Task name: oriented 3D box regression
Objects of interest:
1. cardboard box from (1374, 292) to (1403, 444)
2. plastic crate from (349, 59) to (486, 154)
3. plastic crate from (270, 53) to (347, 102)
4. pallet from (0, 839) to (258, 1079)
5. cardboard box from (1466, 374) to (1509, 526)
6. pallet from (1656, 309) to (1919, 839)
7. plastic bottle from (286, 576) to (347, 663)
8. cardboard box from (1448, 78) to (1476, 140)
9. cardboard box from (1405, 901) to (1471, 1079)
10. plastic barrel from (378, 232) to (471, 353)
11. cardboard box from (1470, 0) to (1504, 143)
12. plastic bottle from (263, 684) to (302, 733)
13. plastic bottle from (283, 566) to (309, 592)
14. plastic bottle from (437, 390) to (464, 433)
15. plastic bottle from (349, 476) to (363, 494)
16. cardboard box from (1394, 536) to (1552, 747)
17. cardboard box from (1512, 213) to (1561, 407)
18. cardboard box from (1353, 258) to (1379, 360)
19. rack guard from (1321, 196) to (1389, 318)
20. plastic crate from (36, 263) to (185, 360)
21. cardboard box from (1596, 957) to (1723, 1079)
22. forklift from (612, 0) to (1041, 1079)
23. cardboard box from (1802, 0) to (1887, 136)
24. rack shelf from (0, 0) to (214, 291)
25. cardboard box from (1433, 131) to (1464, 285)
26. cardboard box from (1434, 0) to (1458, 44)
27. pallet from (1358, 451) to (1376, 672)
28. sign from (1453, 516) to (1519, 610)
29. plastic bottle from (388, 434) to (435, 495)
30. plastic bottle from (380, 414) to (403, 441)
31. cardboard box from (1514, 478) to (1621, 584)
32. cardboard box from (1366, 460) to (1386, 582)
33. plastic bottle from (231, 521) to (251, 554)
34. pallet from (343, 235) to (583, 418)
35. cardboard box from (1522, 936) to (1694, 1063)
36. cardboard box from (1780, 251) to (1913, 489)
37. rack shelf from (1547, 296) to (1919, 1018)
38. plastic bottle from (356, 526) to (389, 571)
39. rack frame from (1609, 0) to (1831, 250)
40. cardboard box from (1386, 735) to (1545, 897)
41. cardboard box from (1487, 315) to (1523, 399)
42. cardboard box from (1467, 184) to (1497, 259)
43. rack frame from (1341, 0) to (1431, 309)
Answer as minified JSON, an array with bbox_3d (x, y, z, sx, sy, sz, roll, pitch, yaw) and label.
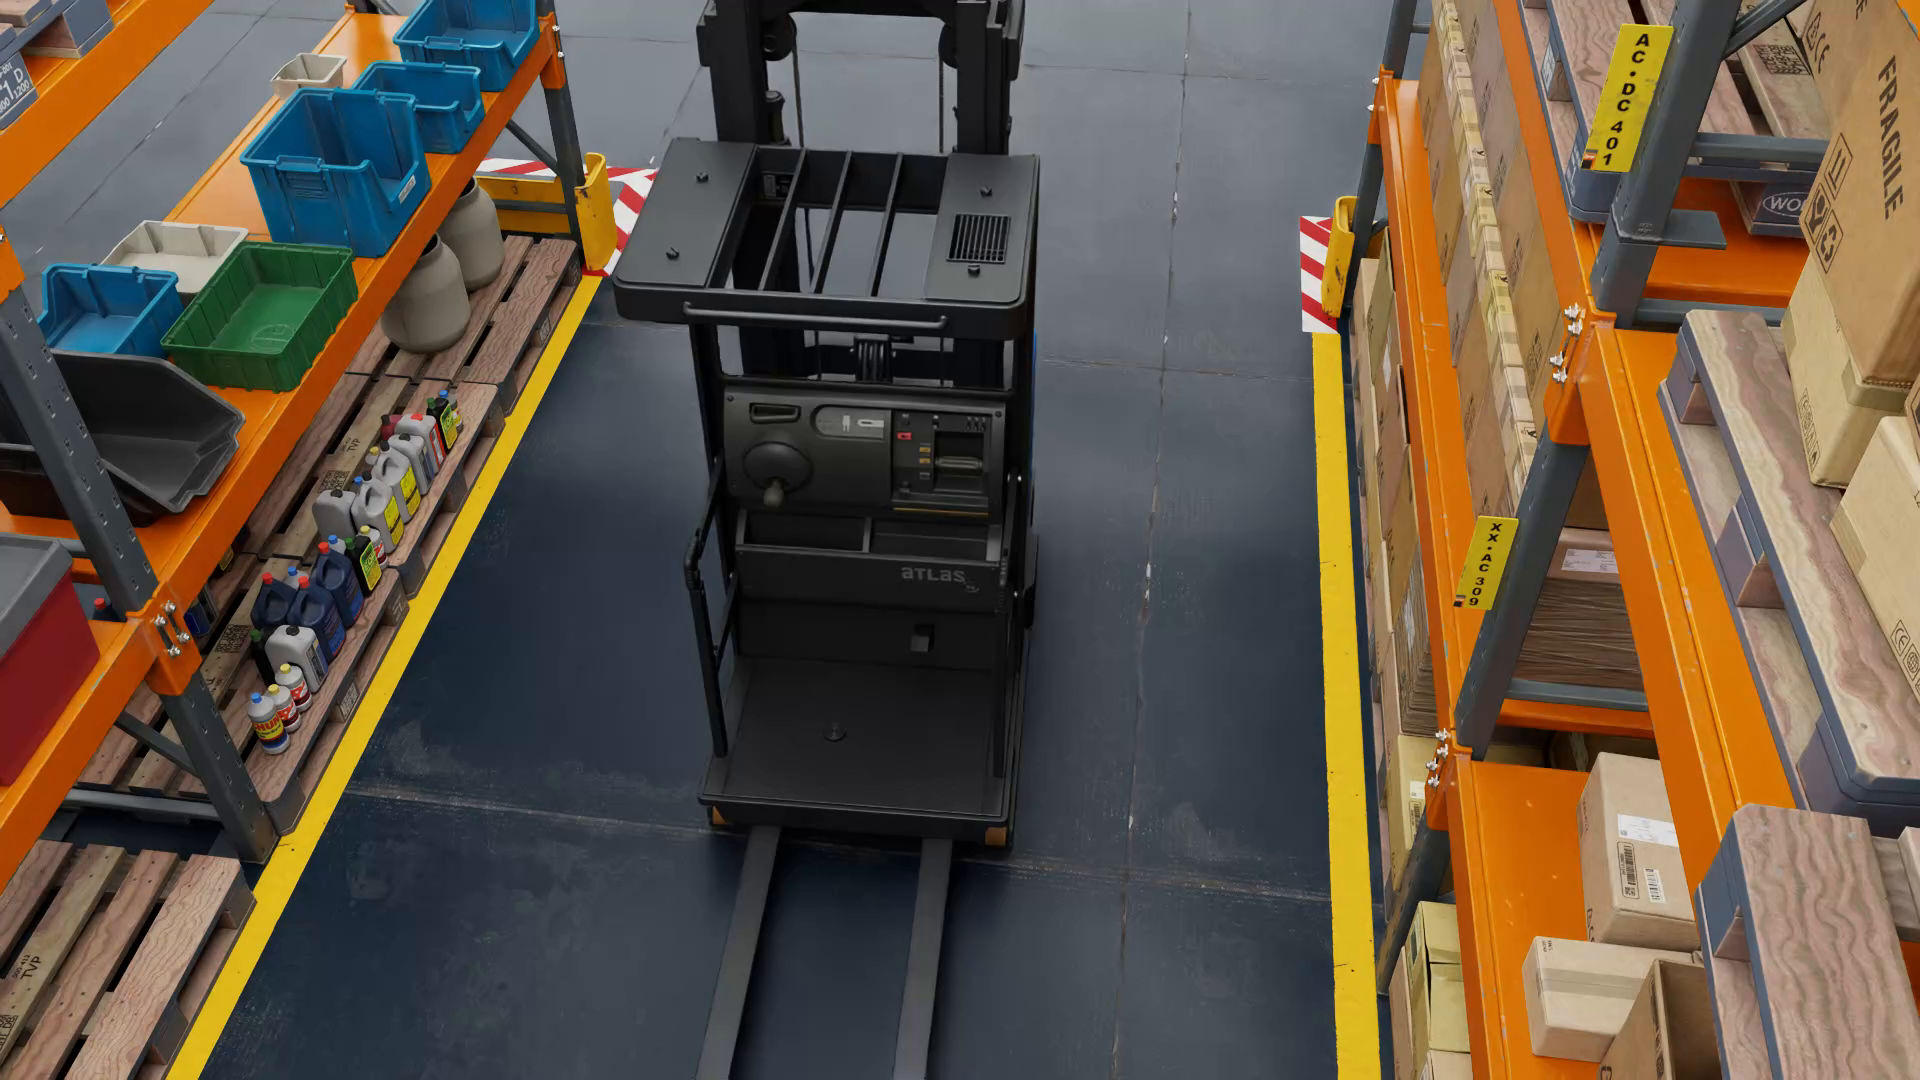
[{"bbox_3d":[2.033,-0.669,6.924,0.500,0.500,0.500,5,44,6],"label":"cardboard box"},{"bbox_3d":[-2.329,-1.860,7.141,0.499,0.251,0.408,5,44,6],"label":"plastic crate"},{"bbox_3d":[-2.905,-2.048,7.423,0.298,0.136,0.250,5,44,6],"label":"plastic crate"},{"bbox_3d":[-3.062,1.553,5.456,1.003,0.211,1.213,5,44,6],"label":"pallet"},{"bbox_3d":[2.028,-0.244,5.254,0.700,0.500,0.500,5,44,5],"label":"cardboard box"},{"bbox_3d":[1.809,0.037,2.986,0.805,0.209,1.217,4,44,4],"label":"pallet"},{"bbox_3d":[-2.479,0.292,6.367,0.144,0.351,0.185,6,44,7],"label":"plastic bottle"},{"bbox_3d":[2.041,-1.591,6.205,0.380,0.149,0.250,4,44,4],"label":"cardboard box"},{"bbox_3d":[1.611,1.356,4.923,0.500,0.311,0.500,5,44,6],"label":"cardboard box"},{"bbox_3d":[-2.545,-1.176,7.814,0.421,0.512,0.421,0,43,0],"label":"plastic barrel"},{"bbox_3d":[2.230,-1.723,5.872,0.700,0.500,0.500,5,44,6],"label":"cardboard box"},{"bbox_3d":[-2.507,0.612,6.137,0.097,0.201,0.097,0,43,0],"label":"plastic bottle"},{"bbox_3d":[-2.579,0.211,6.510,0.097,0.271,0.097,0,43,0],"label":"plastic bottle"},{"bbox_3d":[-2.276,-0.576,7.392,0.097,0.201,0.097,0,43,0],"label":"plastic bottle"},{"bbox_3d":[-2.498,-0.180,6.974,0.097,0.201,0.097,0,43,0],"label":"plastic bottle"},{"bbox_3d":[1.835,0.353,5.845,0.500,0.500,0.500,5,44,6],"label":"cardboard box"},{"bbox_3d":[2.031,-0.700,4.791,0.700,0.500,0.500,5,44,5],"label":"cardboard box"},{"bbox_3d":[2.150,-1.080,7.903,0.500,0.250,0.500,5,44,6],"label":"cardboard box"},{"bbox_3d":[2.445,-1.380,8.344,1.175,0.500,0.348,5,44,6],"label":"rack guard"},{"bbox_3d":[-3.119,-0.723,5.940,0.499,0.251,0.616,5,44,6],"label":"plastic crate"},{"bbox_3d":[1.725,1.299,3.623,0.500,0.500,0.500,8,44,9],"label":"cardboard box"},{"bbox_3d":[-0.333,-0.197,5.327,1.130,2.935,3.031,4,44,4],"label":"forklift"},{"bbox_3d":[2.241,-1.193,3.667,0.500,0.500,0.500,9,44,9],"label":"cardboard box"},{"bbox_3d":[-2.732,-2.189,5.722,1.077,0.370,4.000,5,44,6],"label":"rack shelf"},{"bbox_3d":[2.231,-1.294,6.363,0.700,0.500,0.500,6,44,6],"label":"cardboard box"},{"bbox_3d":[2.144,-2.115,6.758,0.380,0.149,0.250,4,44,4],"label":"cardboard box"},{"bbox_3d":[2.218,0.095,6.996,1.003,0.211,1.213,5,44,6],"label":"pallet"},{"bbox_3d":[1.362,0.062,4.315,0.100,0.325,0.005,5,44,6],"label":"sign"},{"bbox_3d":[-2.355,-0.339,7.088,0.152,0.276,0.135,4,44,4],"label":"plastic bottle"},{"bbox_3d":[-2.442,-0.446,7.195,0.061,0.283,0.133,5,44,6],"label":"plastic bottle"},{"bbox_3d":[1.736,-0.022,4.547,0.380,0.149,0.250,5,44,5],"label":"cardboard box"},{"bbox_3d":[1.950,-0.058,6.824,0.500,0.250,0.500,5,44,6],"label":"cardboard box"},{"bbox_3d":[-2.998,-0.088,6.817,0.061,0.283,0.133,5,44,6],"label":"plastic bottle"},{"bbox_3d":[-2.544,-1.102,8.261,1.003,0.211,1.213,5,44,6],"label":"pallet"},{"bbox_3d":[1.593,1.131,4.056,0.380,0.149,0.250,5,44,6],"label":"cardboard box"},{"bbox_3d":[1.822,-0.313,3.021,0.500,0.250,0.500,9,44,10],"label":"cardboard box"},{"bbox_3d":[1.648,0.990,2.364,1.077,0.370,4.000,5,44,6],"label":"rack shelf"},{"bbox_3d":[-2.393,0.027,6.756,0.097,0.201,0.097,0,43,0],"label":"plastic bottle"},{"bbox_3d":[1.913,-1.724,2.525,1.000,3.000,0.127,5,44,6],"label":"rack frame"},{"bbox_3d":[1.757,0.965,5.744,0.500,0.250,0.500,5,44,6],"label":"cardboard box"},{"bbox_3d":[1.837,-0.548,5.102,0.380,0.149,0.250,5,44,5],"label":"cardboard box"},{"bbox_3d":[1.938,-1.068,5.652,0.380,0.149,0.250,7,44,7],"label":"cardboard box"},{"bbox_3d":[2.442,-2.271,7.467,1.000,3.000,0.127,5,44,6],"label":"rack frame"}]
